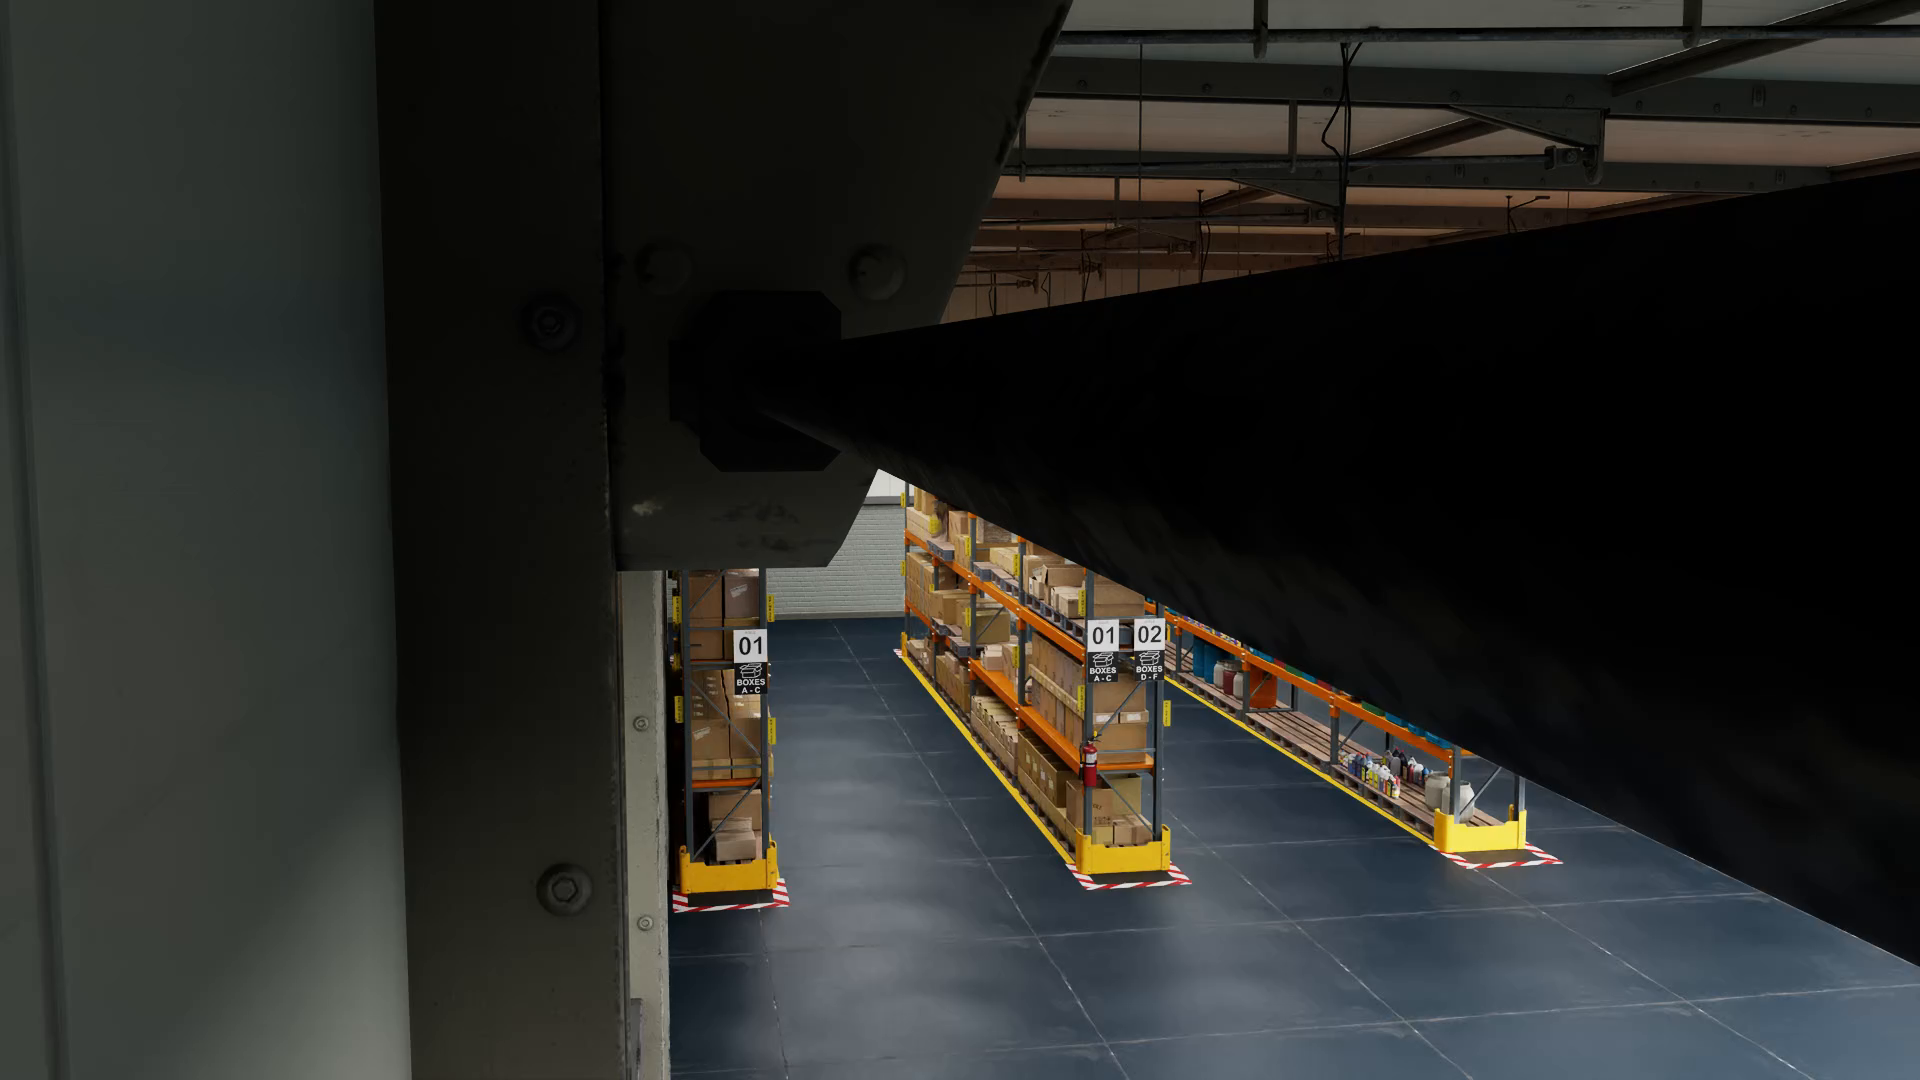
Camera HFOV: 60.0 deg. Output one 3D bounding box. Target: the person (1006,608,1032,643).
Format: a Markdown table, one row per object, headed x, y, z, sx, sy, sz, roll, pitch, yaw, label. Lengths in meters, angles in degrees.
| x | y | z | sx | sy | sz | roll | pitch | yaw | label |
| --- | --- | --- | --- | --- | --- | --- | --- | --- | --- |
| 1.227 | 1.717 | 36.371 | 0.668 | 1.578 | 0.742 | -4 | 7 | -32 | person |
